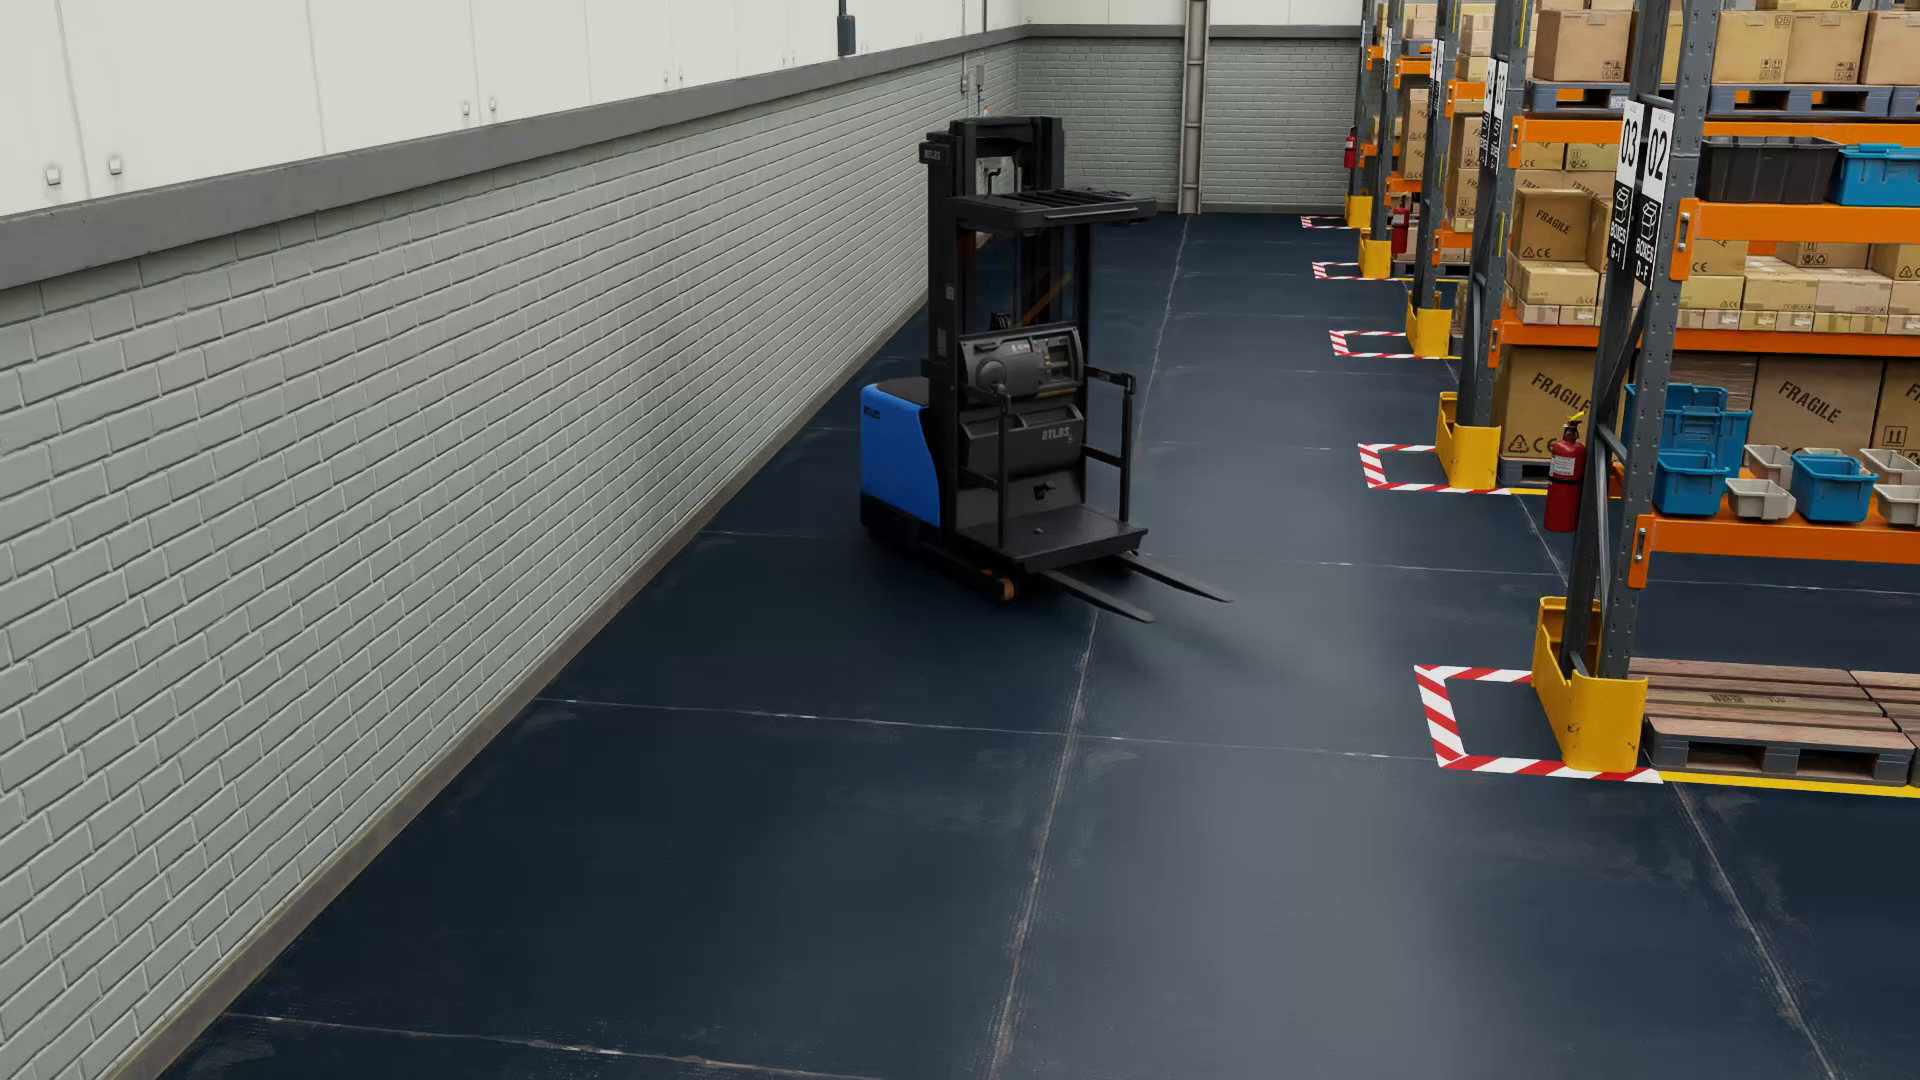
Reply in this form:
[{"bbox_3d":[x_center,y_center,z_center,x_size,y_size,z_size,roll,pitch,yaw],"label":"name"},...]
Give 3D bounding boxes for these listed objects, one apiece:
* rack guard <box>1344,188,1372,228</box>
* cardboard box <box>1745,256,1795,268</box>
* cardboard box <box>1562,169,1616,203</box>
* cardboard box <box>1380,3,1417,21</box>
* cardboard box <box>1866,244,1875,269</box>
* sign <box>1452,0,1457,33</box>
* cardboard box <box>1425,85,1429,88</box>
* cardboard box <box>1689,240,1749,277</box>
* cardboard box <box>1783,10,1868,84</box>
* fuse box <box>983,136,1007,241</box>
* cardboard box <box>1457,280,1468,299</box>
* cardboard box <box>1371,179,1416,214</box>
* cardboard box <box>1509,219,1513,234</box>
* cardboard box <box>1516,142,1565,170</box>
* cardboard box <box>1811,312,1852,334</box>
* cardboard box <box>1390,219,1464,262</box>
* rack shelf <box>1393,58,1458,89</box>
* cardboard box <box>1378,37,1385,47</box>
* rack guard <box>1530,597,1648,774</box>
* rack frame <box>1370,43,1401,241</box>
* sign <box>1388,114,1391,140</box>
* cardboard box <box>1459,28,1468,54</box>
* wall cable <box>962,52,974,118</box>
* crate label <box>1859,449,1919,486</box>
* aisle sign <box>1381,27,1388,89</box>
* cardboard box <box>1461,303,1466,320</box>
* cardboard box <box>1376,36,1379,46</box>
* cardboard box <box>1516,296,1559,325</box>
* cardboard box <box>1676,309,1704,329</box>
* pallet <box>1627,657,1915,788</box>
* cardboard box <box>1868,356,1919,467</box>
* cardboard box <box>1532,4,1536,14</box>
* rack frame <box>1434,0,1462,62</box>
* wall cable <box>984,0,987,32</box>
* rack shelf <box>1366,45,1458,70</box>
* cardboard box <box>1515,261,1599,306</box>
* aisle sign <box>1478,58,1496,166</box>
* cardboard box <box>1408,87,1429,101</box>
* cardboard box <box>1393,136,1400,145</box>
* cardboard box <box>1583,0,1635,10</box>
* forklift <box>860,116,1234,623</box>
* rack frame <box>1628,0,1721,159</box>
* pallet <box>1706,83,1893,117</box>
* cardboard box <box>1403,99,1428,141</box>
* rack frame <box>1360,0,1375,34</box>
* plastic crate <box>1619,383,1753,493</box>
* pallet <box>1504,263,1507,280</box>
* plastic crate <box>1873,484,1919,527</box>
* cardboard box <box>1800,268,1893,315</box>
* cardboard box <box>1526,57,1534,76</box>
[{"bbox_3d":[6.550,-5.468,27.358,0.348,0.500,1.175,3,19,9],"label":"rack guard"},{"bbox_3d":[6.159,-2.050,12.970,0.500,0.250,0.500,3,19,9],"label":"cardboard box"},{"bbox_3d":[6.420,-3.578,17.143,0.500,0.500,0.500,3,19,9],"label":"cardboard box"},{"bbox_3d":[6.874,-8.286,26.092,0.500,0.250,0.500,3,19,8],"label":"cardboard box"},{"bbox_3d":[7.152,-2.353,12.694,0.500,0.500,0.500,3,19,9],"label":"cardboard box"},{"bbox_3d":[4.920,-5.213,16.552,0.005,0.325,0.100,3,19,9],"label":"sign"},{"bbox_3d":[6.332,-5.971,22.165,0.250,0.149,0.380,3,19,10],"label":"cardboard box"},{"bbox_3d":[5.557,-2.265,12.431,0.500,0.500,0.500,2,19,7],"label":"cardboard box"},{"bbox_3d":[6.263,-3.632,12.228,0.500,0.500,0.700,4,19,11],"label":"cardboard box"},{"bbox_3d":[0.598,-5.418,25.300,0.414,1.711,0.539,3,19,9],"label":"fuse box"},{"bbox_3d":[5.569,-2.728,18.123,0.250,0.149,0.380,3,19,9],"label":"cardboard box"},{"bbox_3d":[7.064,-5.612,27.121,0.637,0.503,0.797,2,19,6],"label":"cardboard box"},{"bbox_3d":[5.789,-3.278,17.269,0.250,0.149,0.380,2,19,7],"label":"cardboard box"},{"bbox_3d":[5.907,-4.080,17.067,0.500,0.500,0.500,3,19,10],"label":"cardboard box"},{"bbox_3d":[6.447,-1.654,12.416,0.250,0.149,0.380,3,19,8],"label":"cardboard box"},{"bbox_3d":[6.359,-4.084,22.659,0.875,0.438,0.875,2,19,7],"label":"cardboard box"},{"bbox_3d":[7.666,-6.083,21.662,4.000,0.370,1.077,3,19,9],"label":"rack shelf"},{"bbox_3d":[6.753,-7.872,26.271,0.250,0.149,0.380,3,19,10],"label":"cardboard box"},{"bbox_3d":[3.308,0.742,8.796,0.348,0.500,1.175,3,19,9],"label":"rack guard"},{"bbox_3d":[5.692,-5.102,22.325,0.127,3.000,1.000,3,19,9],"label":"rack frame"},{"bbox_3d":[5.598,-5.377,21.656,0.005,0.325,0.100,3,19,9],"label":"sign"},{"bbox_3d":[5.502,-5.191,17.312,0.500,0.250,0.500,2,19,7],"label":"cardboard box"},{"bbox_3d":[0.121,-5.875,22.985,0.123,1.953,0.585,3,19,9],"label":"wall cable"},{"bbox_3d":[4.731,-0.339,8.411,0.243,0.136,0.396,3,19,9],"label":"crate label"},{"bbox_3d":[5.670,-6.436,22.213,0.004,0.787,0.394,3,19,9],"label":"aisle sign"},{"bbox_3d":[5.483,-2.428,17.694,0.250,0.149,0.380,4,19,11],"label":"cardboard box"},{"bbox_3d":[6.828,-8.017,26.705,0.250,0.149,0.380,3,19,10],"label":"cardboard box"},{"bbox_3d":[4.418,-1.757,12.723,0.250,0.149,0.380,3,19,9],"label":"cardboard box"},{"bbox_3d":[5.433,-1.706,12.570,0.250,0.149,0.380,3,19,8],"label":"cardboard box"},{"bbox_3d":[4.142,0.930,8.690,1.213,0.211,1.003,3,19,9],"label":"pallet"},{"bbox_3d":[7.430,-1.046,12.889,0.875,0.875,0.875,3,19,9],"label":"cardboard box"},{"bbox_3d":[8.887,-8.187,25.795,0.500,0.250,0.500,3,19,10],"label":"cardboard box"},{"bbox_3d":[5.006,-6.391,16.723,0.127,3.000,1.000,3,19,9],"label":"rack frame"},{"bbox_3d":[0.632,-9.269,25.265,0.133,3.039,2.988,3,19,9],"label":"wall cable"},{"bbox_3d":[8.450,-7.638,26.310,4.000,0.370,1.077,3,19,9],"label":"rack shelf"},{"bbox_3d":[4.551,-1.959,12.697,0.500,0.250,0.500,2,19,7],"label":"cardboard box"},{"bbox_3d":[4.096,-3.328,12.925,0.004,0.787,0.394,3,19,9],"label":"aisle sign"},{"bbox_3d":[5.998,-5.827,21.734,0.250,0.149,0.380,3,19,10],"label":"cardboard box"},{"bbox_3d":[7.015,-6.437,26.711,0.250,0.149,0.380,3,19,10],"label":"cardboard box"},{"bbox_3d":[8.304,-6.677,21.321,0.637,0.503,0.797,4,19,13],"label":"cardboard box"},{"bbox_3d":[0.529,-1.157,10.641,1.130,2.935,3.031,-12,22,-32],"label":"forklift"},{"bbox_3d":[3.334,-3.291,7.456,0.127,3.000,1.000,3,19,9],"label":"rack frame"},{"bbox_3d":[6.062,-3.283,12.301,1.213,0.211,1.003,3,19,9],"label":"pallet"},{"bbox_3d":[6.120,-5.510,21.811,0.500,0.500,0.500,3,19,7],"label":"cardboard box"},{"bbox_3d":[6.475,-9.502,26.021,0.127,3.000,1.000,3,19,9],"label":"rack frame"},{"bbox_3d":[3.694,-0.533,8.517,0.499,0.435,0.616,3,19,9],"label":"plastic crate"},{"bbox_3d":[7.695,-3.702,22.534,1.213,0.211,1.003,3,19,9],"label":"pallet"},{"bbox_3d":[4.499,-0.157,7.867,0.298,0.136,0.250,3,19,9],"label":"plastic crate"},{"bbox_3d":[6.576,-1.857,12.393,0.500,0.250,0.500,3,19,10],"label":"cardboard box"},{"bbox_3d":[5.928,-4.767,16.832,0.500,0.250,0.500,4,19,10],"label":"cardboard box"}]
